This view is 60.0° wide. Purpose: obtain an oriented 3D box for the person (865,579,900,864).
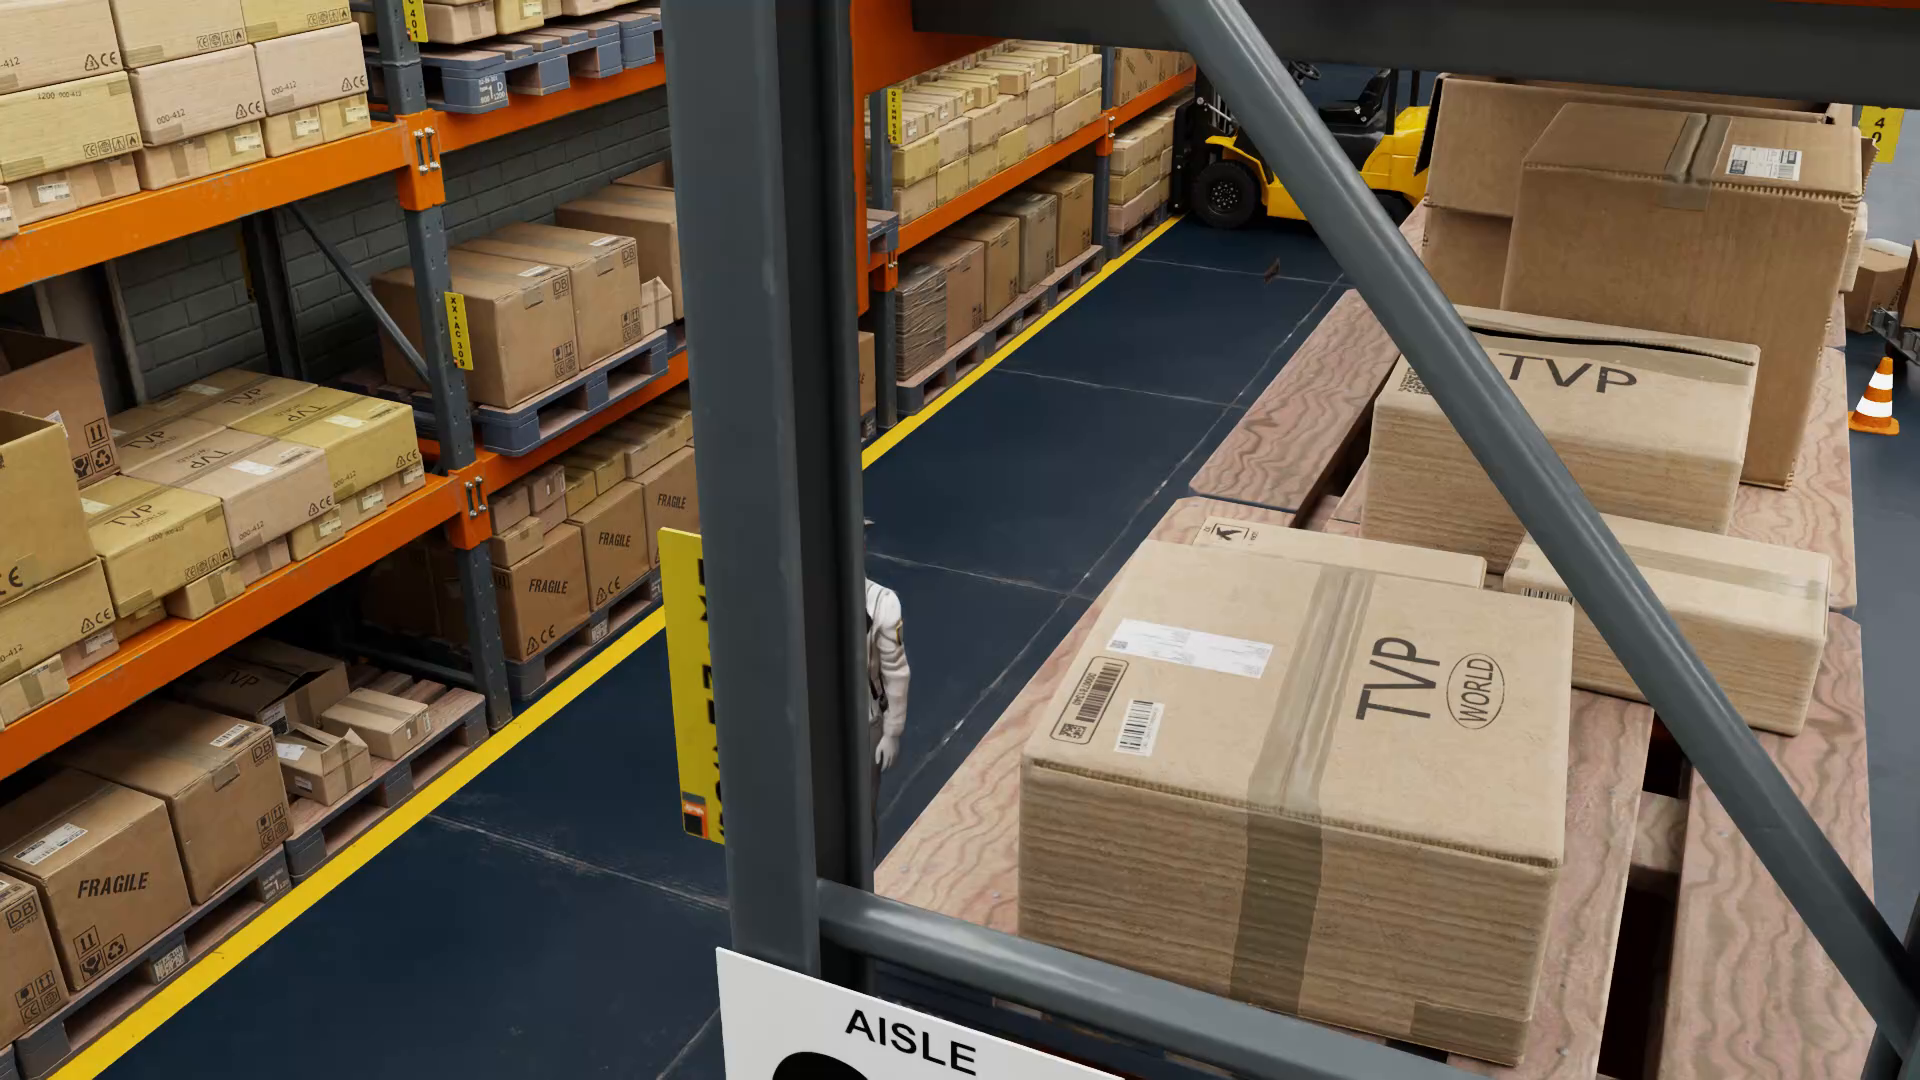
[{"bbox_3d":[3.703,-0.452,7.914,7.927,2.202,5.993,5,27,9],"label":"person"}]
